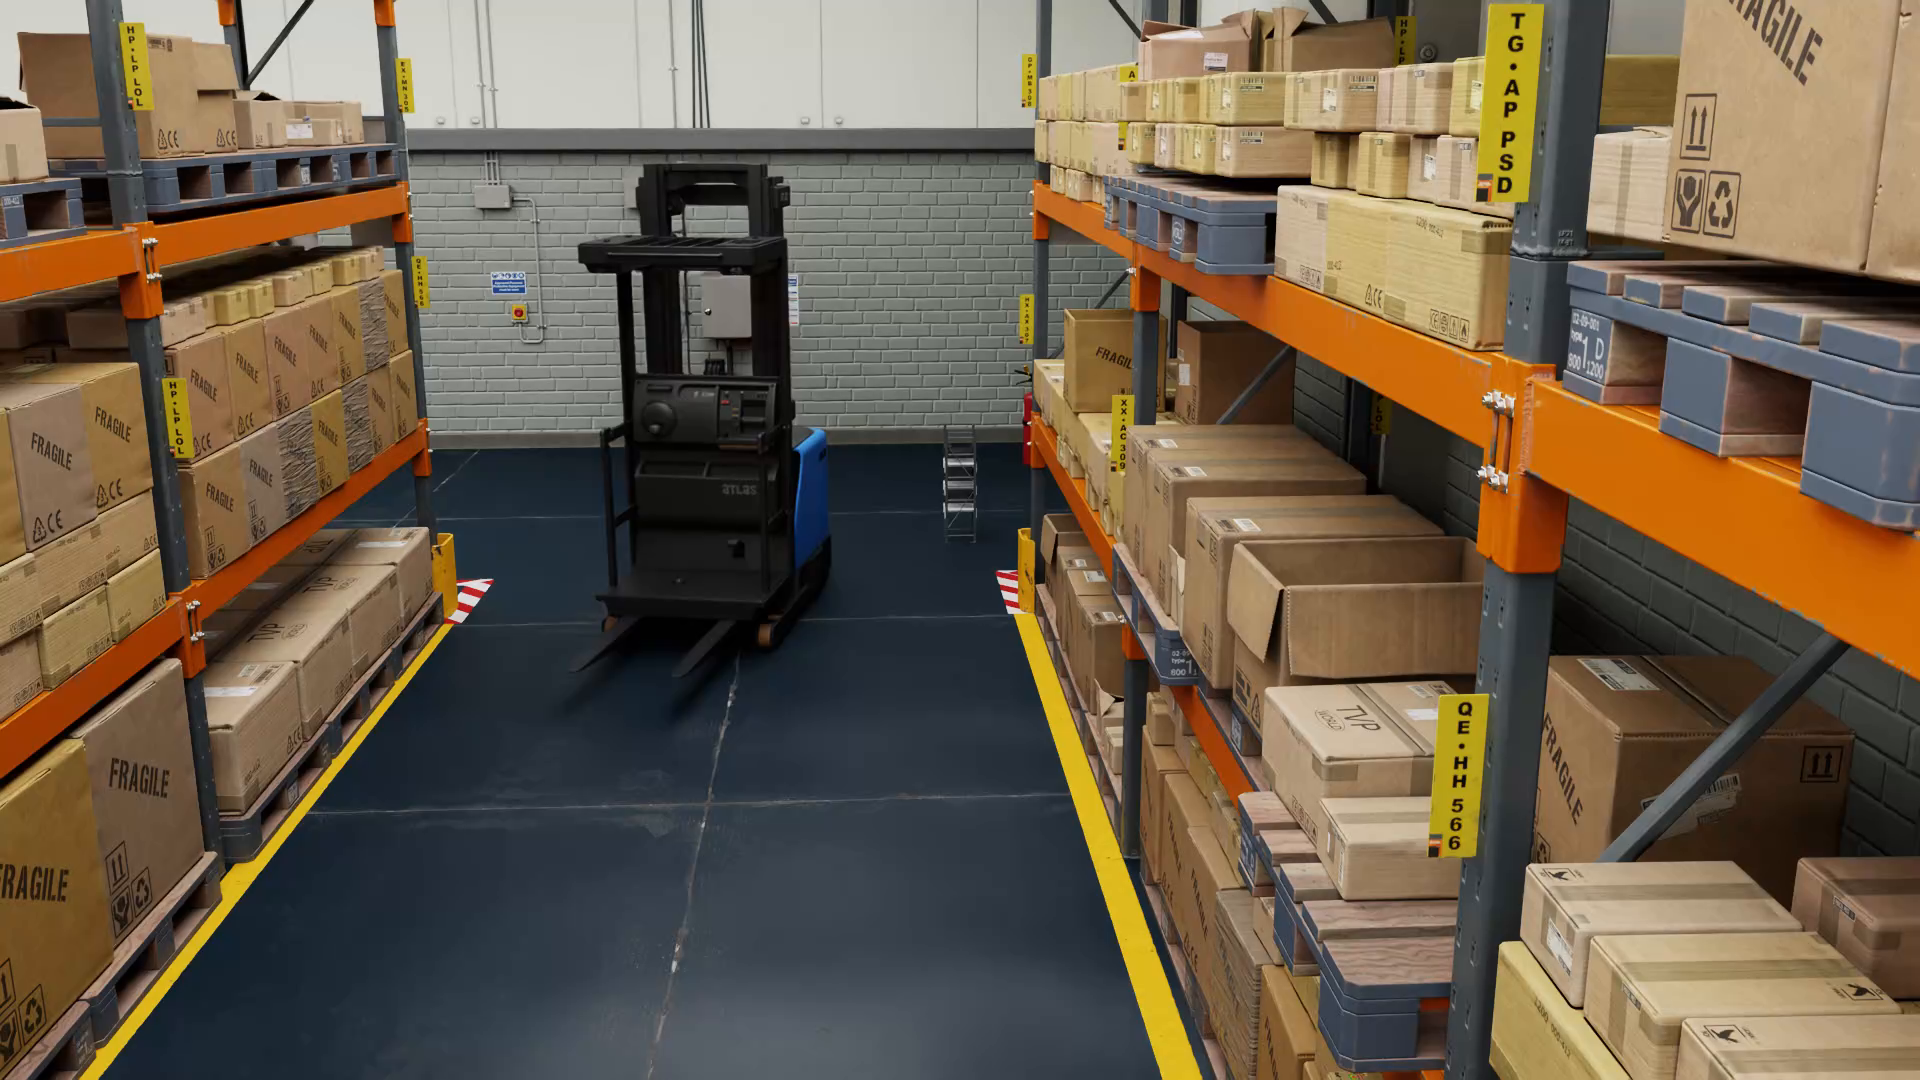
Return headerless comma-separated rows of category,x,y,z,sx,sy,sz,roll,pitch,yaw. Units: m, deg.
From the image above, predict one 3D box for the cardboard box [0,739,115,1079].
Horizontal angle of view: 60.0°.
cardboard box,-3.542,1.242,5.603,0.875,0.875,0.875,0,14,-2

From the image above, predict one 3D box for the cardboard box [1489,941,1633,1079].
cardboard box,1.236,0.901,2.804,0.500,0.250,0.500,-1,14,-3

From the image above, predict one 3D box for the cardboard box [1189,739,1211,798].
cardboard box,1.108,0.879,6.464,0.380,0.149,0.250,-2,15,-6

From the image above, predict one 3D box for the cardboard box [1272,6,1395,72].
cardboard box,1.366,-1.826,6.118,0.396,0.266,0.258,-1,14,-3

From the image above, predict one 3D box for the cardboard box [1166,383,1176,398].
cardboard box,1.332,-0.744,9.601,0.500,0.250,0.500,0,14,-2

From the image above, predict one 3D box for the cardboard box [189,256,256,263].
cardboard box,-4.203,-1.515,9.386,0.380,0.149,0.250,-1,14,-5

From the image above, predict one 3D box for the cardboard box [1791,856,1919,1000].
cardboard box,1.699,0.671,2.897,0.380,0.149,0.250,0,14,-2

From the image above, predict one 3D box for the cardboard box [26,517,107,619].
cardboard box,-3.416,0.099,5.920,0.500,0.250,0.500,-1,14,-2

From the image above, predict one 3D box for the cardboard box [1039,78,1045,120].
cardboard box,0.758,-2.686,10.127,0.500,0.250,0.500,-1,14,-4

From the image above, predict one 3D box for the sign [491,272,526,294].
sign,-4.397,-2.504,16.195,0.327,0.218,0.001,-1,14,-3

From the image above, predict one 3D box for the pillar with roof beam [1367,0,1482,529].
pillar with roof beam,-2.211,-3.065,6.880,9.100,9.000,0.400,-1,14,-3

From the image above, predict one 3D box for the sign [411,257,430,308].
sign,-3.430,-1.637,10.569,0.100,0.325,0.005,-1,14,-3

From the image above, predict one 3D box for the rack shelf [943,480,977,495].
rack shelf,-0.001,-0.406,12.930,0.258,0.077,0.200,-1,14,-3

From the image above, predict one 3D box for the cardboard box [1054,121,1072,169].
cardboard box,0.808,-2.190,9.202,0.500,0.250,0.500,-1,14,-5

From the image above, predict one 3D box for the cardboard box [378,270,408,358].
cardboard box,-3.705,-1.373,10.135,0.500,0.500,0.500,0,14,-2

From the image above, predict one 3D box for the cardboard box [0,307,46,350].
cardboard box,-4.061,-0.880,6.918,0.380,0.149,0.250,-1,14,-5

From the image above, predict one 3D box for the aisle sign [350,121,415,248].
aisle sign,-3.667,-2.238,10.488,0.394,0.787,0.004,-1,14,-3

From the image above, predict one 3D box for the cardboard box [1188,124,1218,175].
cardboard box,0.923,-1.224,5.206,0.380,0.149,0.250,-1,14,-2

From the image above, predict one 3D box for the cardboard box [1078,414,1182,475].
cardboard box,0.891,-0.482,8.584,0.500,0.250,0.500,-1,14,-4

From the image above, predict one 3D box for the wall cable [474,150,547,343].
wall cable,-4.345,-2.866,16.042,0.585,1.953,0.123,-1,14,-3

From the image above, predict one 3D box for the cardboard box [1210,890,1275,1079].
cardboard box,1.130,1.477,5.438,0.500,0.500,0.500,-1,14,-5

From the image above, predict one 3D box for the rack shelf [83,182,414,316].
rack shelf,-3.848,-1.563,8.506,1.077,0.370,4.000,-1,14,-3

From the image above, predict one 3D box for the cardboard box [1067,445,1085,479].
cardboard box,0.795,-0.440,9.221,0.380,0.149,0.250,-1,14,-2

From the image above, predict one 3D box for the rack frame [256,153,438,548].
rack frame,-3.972,-0.956,10.724,1.000,3.000,0.127,-1,14,-3

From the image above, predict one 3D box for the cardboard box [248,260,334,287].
cardboard box,-3.690,-1.462,9.180,0.380,0.149,0.250,-1,14,-4

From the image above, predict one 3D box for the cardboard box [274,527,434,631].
cardboard box,-3.832,0.244,10.359,0.875,0.438,0.875,-1,14,-5

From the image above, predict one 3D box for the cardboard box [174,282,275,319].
cardboard box,-3.517,-1.147,7.954,0.380,0.149,0.250,-1,14,-5

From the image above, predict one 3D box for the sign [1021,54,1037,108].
sign,0.440,-2.902,10.510,0.100,0.325,0.005,-1,14,-3

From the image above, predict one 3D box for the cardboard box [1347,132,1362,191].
cardboard box,1.203,-0.956,4.205,0.380,0.149,0.250,-1,14,-3

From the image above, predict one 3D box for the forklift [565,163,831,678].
forklift,-1.654,-0.832,10.376,1.130,2.935,3.031,2,15,8

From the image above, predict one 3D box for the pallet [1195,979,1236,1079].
pallet,1.396,1.817,5.540,1.003,0.211,1.213,-1,14,-3

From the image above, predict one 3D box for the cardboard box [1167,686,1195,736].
cardboard box,1.050,0.667,6.689,0.380,0.149,0.250,-2,15,-6

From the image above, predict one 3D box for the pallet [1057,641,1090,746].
pallet,1.109,0.836,9.352,1.003,0.211,1.213,-1,14,-3

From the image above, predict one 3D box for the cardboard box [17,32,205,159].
cardboard box,-3.551,-1.864,6.988,0.500,0.500,0.500,-1,14,-2

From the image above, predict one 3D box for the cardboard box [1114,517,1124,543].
cardboard box,0.920,-0.057,7.734,0.380,0.149,0.250,0,14,-2

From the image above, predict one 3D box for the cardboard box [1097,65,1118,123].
cardboard box,0.918,-2.053,7.668,0.500,0.250,0.500,-1,14,-4

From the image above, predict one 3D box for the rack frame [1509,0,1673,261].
rack frame,1.477,-1.950,2.545,1.000,3.000,0.127,-1,14,-3

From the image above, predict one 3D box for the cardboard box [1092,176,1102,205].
cardboard box,0.873,-1.774,8.384,0.380,0.149,0.250,-1,14,-3

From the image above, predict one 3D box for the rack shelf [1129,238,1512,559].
rack shelf,1.353,-0.646,4.941,1.077,0.370,4.000,-1,14,-3

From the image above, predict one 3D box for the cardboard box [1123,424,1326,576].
cardboard box,1.036,-0.167,6.613,0.700,0.500,0.500,-1,14,-2

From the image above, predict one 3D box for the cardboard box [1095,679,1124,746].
cardboard box,0.880,0.859,8.313,0.396,0.266,0.258,0,14,-1

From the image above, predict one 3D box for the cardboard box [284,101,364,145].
cardboard box,-3.855,-2.478,9.874,0.500,0.250,0.500,-2,15,-9

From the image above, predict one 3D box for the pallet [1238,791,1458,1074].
pallet,1.365,0.881,3.967,1.213,0.211,1.003,-1,14,-3

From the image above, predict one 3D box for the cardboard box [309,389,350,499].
cardboard box,-3.575,-0.508,8.780,0.500,0.500,0.500,0,14,-2

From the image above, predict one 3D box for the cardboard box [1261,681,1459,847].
cardboard box,1.089,0.568,4.259,0.500,0.250,0.500,-2,15,-6

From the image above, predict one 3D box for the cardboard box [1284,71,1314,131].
cardboard box,1.080,-1.165,4.419,0.380,0.149,0.250,-1,14,-3

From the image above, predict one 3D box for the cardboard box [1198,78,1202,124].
cardboard box,0.988,-1.430,5.407,0.380,0.149,0.250,-1,14,-3

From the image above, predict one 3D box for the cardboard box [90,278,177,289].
cardboard box,-4.077,-1.199,8.158,0.380,0.149,0.250,-1,14,-5

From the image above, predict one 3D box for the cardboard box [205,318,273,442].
cardboard box,-3.537,-0.742,7.684,0.500,0.500,0.500,-1,14,-4

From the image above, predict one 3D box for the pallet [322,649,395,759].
pallet,-3.772,0.894,9.127,1.003,0.211,1.213,-1,14,-3

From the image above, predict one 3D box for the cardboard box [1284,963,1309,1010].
cardboard box,1.187,1.268,4.951,0.380,0.149,0.250,-1,14,-4

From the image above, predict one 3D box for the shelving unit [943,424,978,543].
shelving unit,-0.001,-0.438,12.922,0.258,0.900,0.210,-1,14,-3
